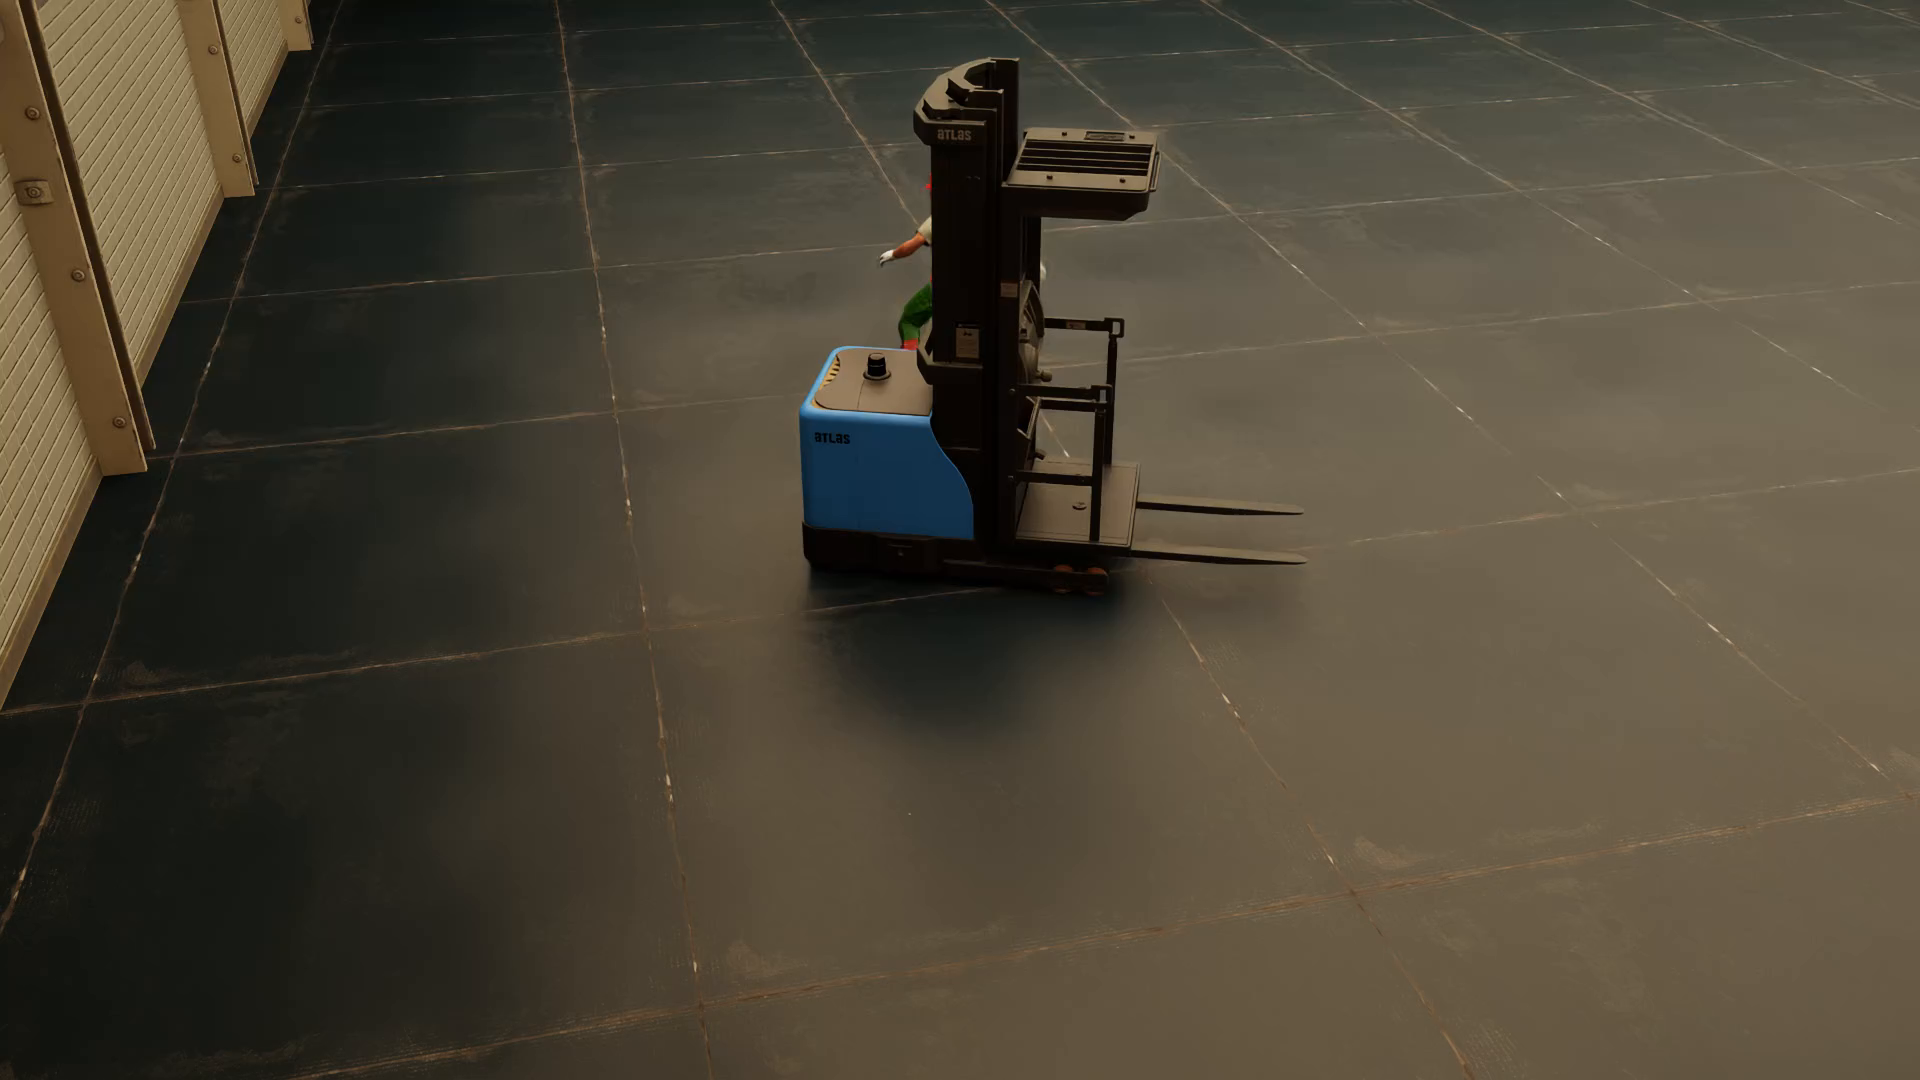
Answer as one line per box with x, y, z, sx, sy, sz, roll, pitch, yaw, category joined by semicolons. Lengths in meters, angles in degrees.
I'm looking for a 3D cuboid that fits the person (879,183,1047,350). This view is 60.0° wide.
0.015;-1.887;12.241;1.168;1.715;0.561;-15;33;-24;person

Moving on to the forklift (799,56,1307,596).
0.603;-1.222;9.686;3.031;2.935;1.130;4;30;8;forklift
